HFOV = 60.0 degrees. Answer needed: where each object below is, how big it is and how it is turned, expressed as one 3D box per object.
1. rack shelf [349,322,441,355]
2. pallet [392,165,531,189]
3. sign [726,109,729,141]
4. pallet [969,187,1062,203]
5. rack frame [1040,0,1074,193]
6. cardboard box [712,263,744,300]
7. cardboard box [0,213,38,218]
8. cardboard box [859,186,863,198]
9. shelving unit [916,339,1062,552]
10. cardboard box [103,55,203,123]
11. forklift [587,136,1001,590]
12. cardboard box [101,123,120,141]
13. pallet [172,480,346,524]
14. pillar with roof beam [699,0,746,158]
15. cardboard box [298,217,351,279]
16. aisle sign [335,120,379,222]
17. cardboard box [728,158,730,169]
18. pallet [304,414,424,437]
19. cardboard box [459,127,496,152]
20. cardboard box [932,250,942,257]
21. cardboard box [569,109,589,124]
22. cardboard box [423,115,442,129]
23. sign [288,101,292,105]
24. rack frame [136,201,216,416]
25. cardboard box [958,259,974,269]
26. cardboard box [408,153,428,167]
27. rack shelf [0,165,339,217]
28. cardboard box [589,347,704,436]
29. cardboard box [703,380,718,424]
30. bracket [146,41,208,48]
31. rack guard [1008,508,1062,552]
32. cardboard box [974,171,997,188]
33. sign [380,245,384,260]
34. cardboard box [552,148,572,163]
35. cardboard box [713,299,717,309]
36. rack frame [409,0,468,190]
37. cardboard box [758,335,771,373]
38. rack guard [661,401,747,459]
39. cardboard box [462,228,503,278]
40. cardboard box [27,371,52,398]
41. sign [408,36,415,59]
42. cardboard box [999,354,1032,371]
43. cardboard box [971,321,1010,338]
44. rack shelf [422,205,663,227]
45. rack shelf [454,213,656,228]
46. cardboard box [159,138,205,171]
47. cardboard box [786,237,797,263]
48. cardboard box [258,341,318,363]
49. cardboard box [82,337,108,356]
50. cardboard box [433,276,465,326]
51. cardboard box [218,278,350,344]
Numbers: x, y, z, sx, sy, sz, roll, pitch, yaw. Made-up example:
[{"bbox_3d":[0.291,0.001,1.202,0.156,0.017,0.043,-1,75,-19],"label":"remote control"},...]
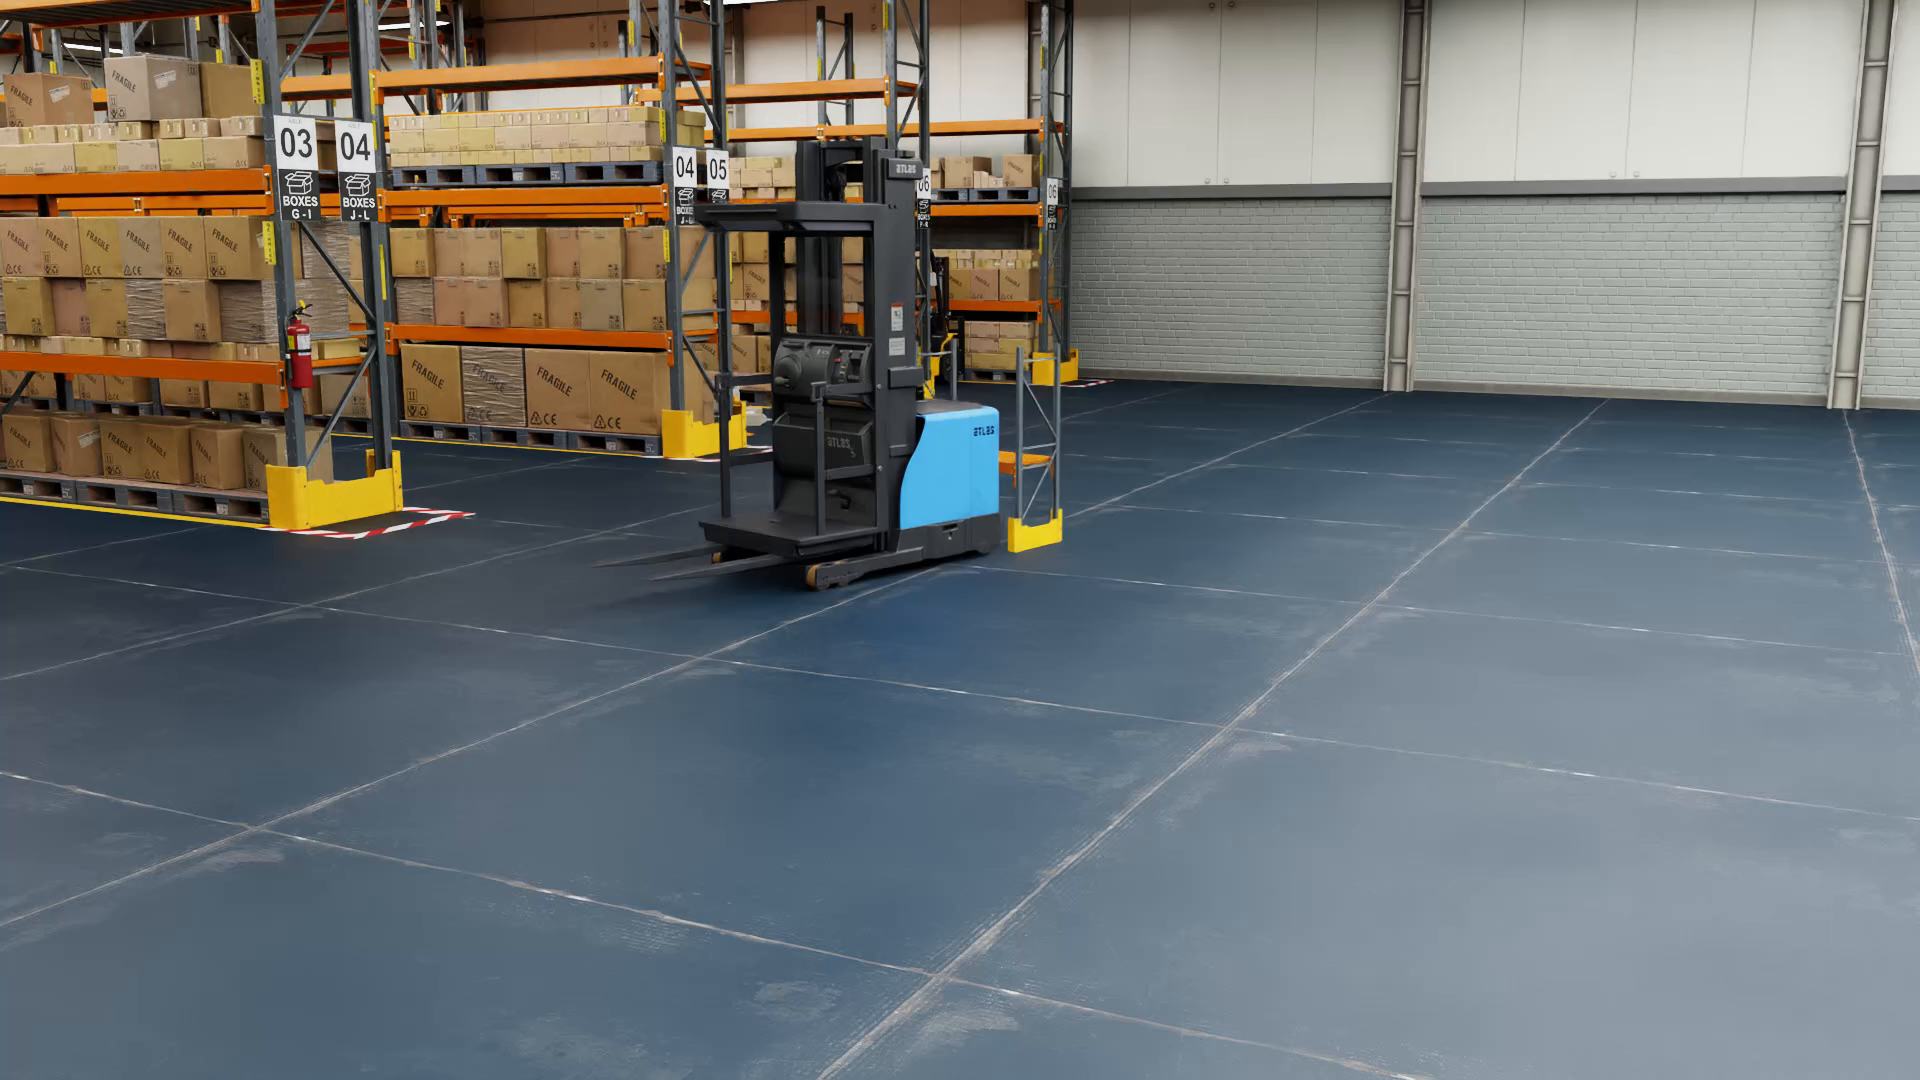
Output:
[{"bbox_3d":[-8.157,-2.554,20.441,4.000,0.370,1.077,5,11,26],"label":"rack shelf"},{"bbox_3d":[-5.634,-4.117,18.882,1.213,0.211,1.003,5,11,26],"label":"pallet"},{"bbox_3d":[-2.525,-4.469,17.900,0.005,0.325,0.100,5,11,26],"label":"sign"},{"bbox_3d":[0.894,-5.520,26.630,1.213,0.211,1.003,5,11,26],"label":"pallet"},{"bbox_3d":[1.516,-6.979,26.025,0.127,3.000,1.000,5,11,26],"label":"rack frame"},{"bbox_3d":[-3.087,-3.588,23.018,0.500,0.500,0.500,5,11,25],"label":"cardboard box"},{"bbox_3d":[-9.299,-2.553,15.552,1.000,1.000,1.000,5,11,26],"label":"cardboard box"},{"bbox_3d":[-1.120,-4.570,21.841,0.250,0.149,0.380,5,11,26],"label":"cardboard box"},{"bbox_3d":[0.183,-0.749,12.655,1.083,1.500,0.587,9,13,39],"label":"shelving unit"},{"bbox_3d":[-6.563,-3.651,13.536,0.500,0.500,0.500,5,11,26],"label":"cardboard box"},{"bbox_3d":[-1.087,-1.216,11.217,1.130,2.935,3.031,10,14,43],"label":"forklift"},{"bbox_3d":[-6.837,-3.355,13.721,0.250,0.149,0.380,4,11,23],"label":"cardboard box"},{"bbox_3d":[-5.842,-0.355,14.098,1.213,0.211,1.003,5,11,26],"label":"pallet"},{"bbox_3d":[-5.995,-6.963,25.936,0.548,9.000,9.100,5,11,26],"label":"pillar with roof beam"},{"bbox_3d":[-5.434,-2.426,13.787,0.500,0.500,0.500,5,11,26],"label":"cardboard box"},{"bbox_3d":[-4.873,-2.974,13.438,0.004,0.787,0.394,5,11,26],"label":"aisle sign"},{"bbox_3d":[-3.178,-5.143,22.766,0.250,0.149,0.380,5,11,24],"label":"cardboard box"},{"bbox_3d":[-7.089,-1.427,20.024,1.213,0.211,1.003,5,11,26],"label":"pallet"},{"bbox_3d":[-5.143,-4.393,18.282,0.500,0.250,0.500,5,11,25],"label":"cardboard box"},{"bbox_3d":[-0.276,-4.656,27.098,0.250,0.149,0.380,5,11,27],"label":"cardboard box"},{"bbox_3d":[-3.914,-4.469,17.583,0.250,0.149,0.380,5,12,27],"label":"cardboard box"},{"bbox_3d":[-5.731,-4.629,18.465,0.250,0.149,0.380,5,11,25],"label":"cardboard box"},{"bbox_3d":[-13.072,-8.652,32.422,0.005,0.325,0.100,5,11,26],"label":"sign"},{"bbox_3d":[-9.950,-3.066,21.248,0.127,3.000,1.000,5,11,26],"label":"rack frame"},{"bbox_3d":[0.156,-4.459,26.840,0.250,0.149,0.380,5,11,24],"label":"cardboard box"},{"bbox_3d":[-5.954,-4.256,18.646,0.250,0.149,0.380,5,11,26],"label":"cardboard box"},{"bbox_3d":[-6.855,-2.931,14.100,4.000,0.370,1.077,5,11,26],"label":"rack shelf"},{"bbox_3d":[-3.414,-1.640,18.154,0.875,0.875,0.875,5,11,26],"label":"cardboard box"},{"bbox_3d":[-3.372,-1.740,20.930,0.637,0.503,0.797,-2,11,-14],"label":"cardboard box"},{"bbox_3d":[-17.886,-10.564,35.724,5.218,0.066,0.076,5,11,26],"label":"bracket"},{"bbox_3d":[0.564,-0.077,12.451,0.087,0.250,0.587,9,13,39],"label":"rack guard"},{"bbox_3d":[0.411,-5.730,26.461,0.258,0.266,0.396,5,11,26],"label":"cardboard box"},{"bbox_3d":[-6.595,-3.194,18.927,0.005,0.325,0.100,5,11,26],"label":"sign"},{"bbox_3d":[-4.137,-4.096,17.763,0.250,0.149,0.380,5,11,25],"label":"cardboard box"},{"bbox_3d":[-3.416,-3.297,23.229,0.250,0.149,0.380,5,12,28],"label":"cardboard box"},{"bbox_3d":[-7.851,-6.817,25.126,0.127,3.000,1.000,5,11,26],"label":"rack frame"},{"bbox_3d":[-2.429,-2.560,22.887,0.500,0.500,0.500,5,11,24],"label":"cardboard box"},{"bbox_3d":[-2.755,-1.204,17.977,0.348,0.500,1.175,5,11,26],"label":"rack guard"},{"bbox_3d":[-5.080,-3.232,18.713,0.550,0.550,0.875,5,11,26],"label":"cardboard box"},{"bbox_3d":[-12.041,-2.177,22.174,0.500,0.500,0.500,5,12,27],"label":"cardboard box"},{"bbox_3d":[-8.093,-7.265,24.537,0.005,0.325,0.100,5,11,26],"label":"sign"},{"bbox_3d":[0.955,-2.867,26.692,0.500,0.250,0.500,5,11,26],"label":"cardboard box"},{"bbox_3d":[0.505,-3.399,26.820,0.500,0.250,0.500,5,12,27],"label":"cardboard box"},{"bbox_3d":[-6.057,-4.829,24.586,4.000,0.370,1.077,5,11,26],"label":"rack shelf"},{"bbox_3d":[-7.451,-5.937,30.710,4.000,0.370,1.077,5,11,26],"label":"rack shelf"},{"bbox_3d":[-6.055,-3.090,13.379,0.500,0.250,0.500,5,11,26],"label":"cardboard box"},{"bbox_3d":[-2.185,-3.992,22.441,0.500,0.500,0.700,5,11,25],"label":"cardboard box"},{"bbox_3d":[-5.408,-1.517,13.396,0.250,0.149,0.380,5,11,26],"label":"cardboard box"},{"bbox_3d":[-7.238,-1.662,14.196,0.250,0.149,0.380,5,11,26],"label":"cardboard box"},{"bbox_3d":[-5.524,-2.758,19.123,0.550,0.550,0.875,5,11,26],"label":"cardboard box"},{"bbox_3d":[-5.543,-1.895,13.660,0.500,0.500,0.875,5,11,26],"label":"cardboard box"}]
